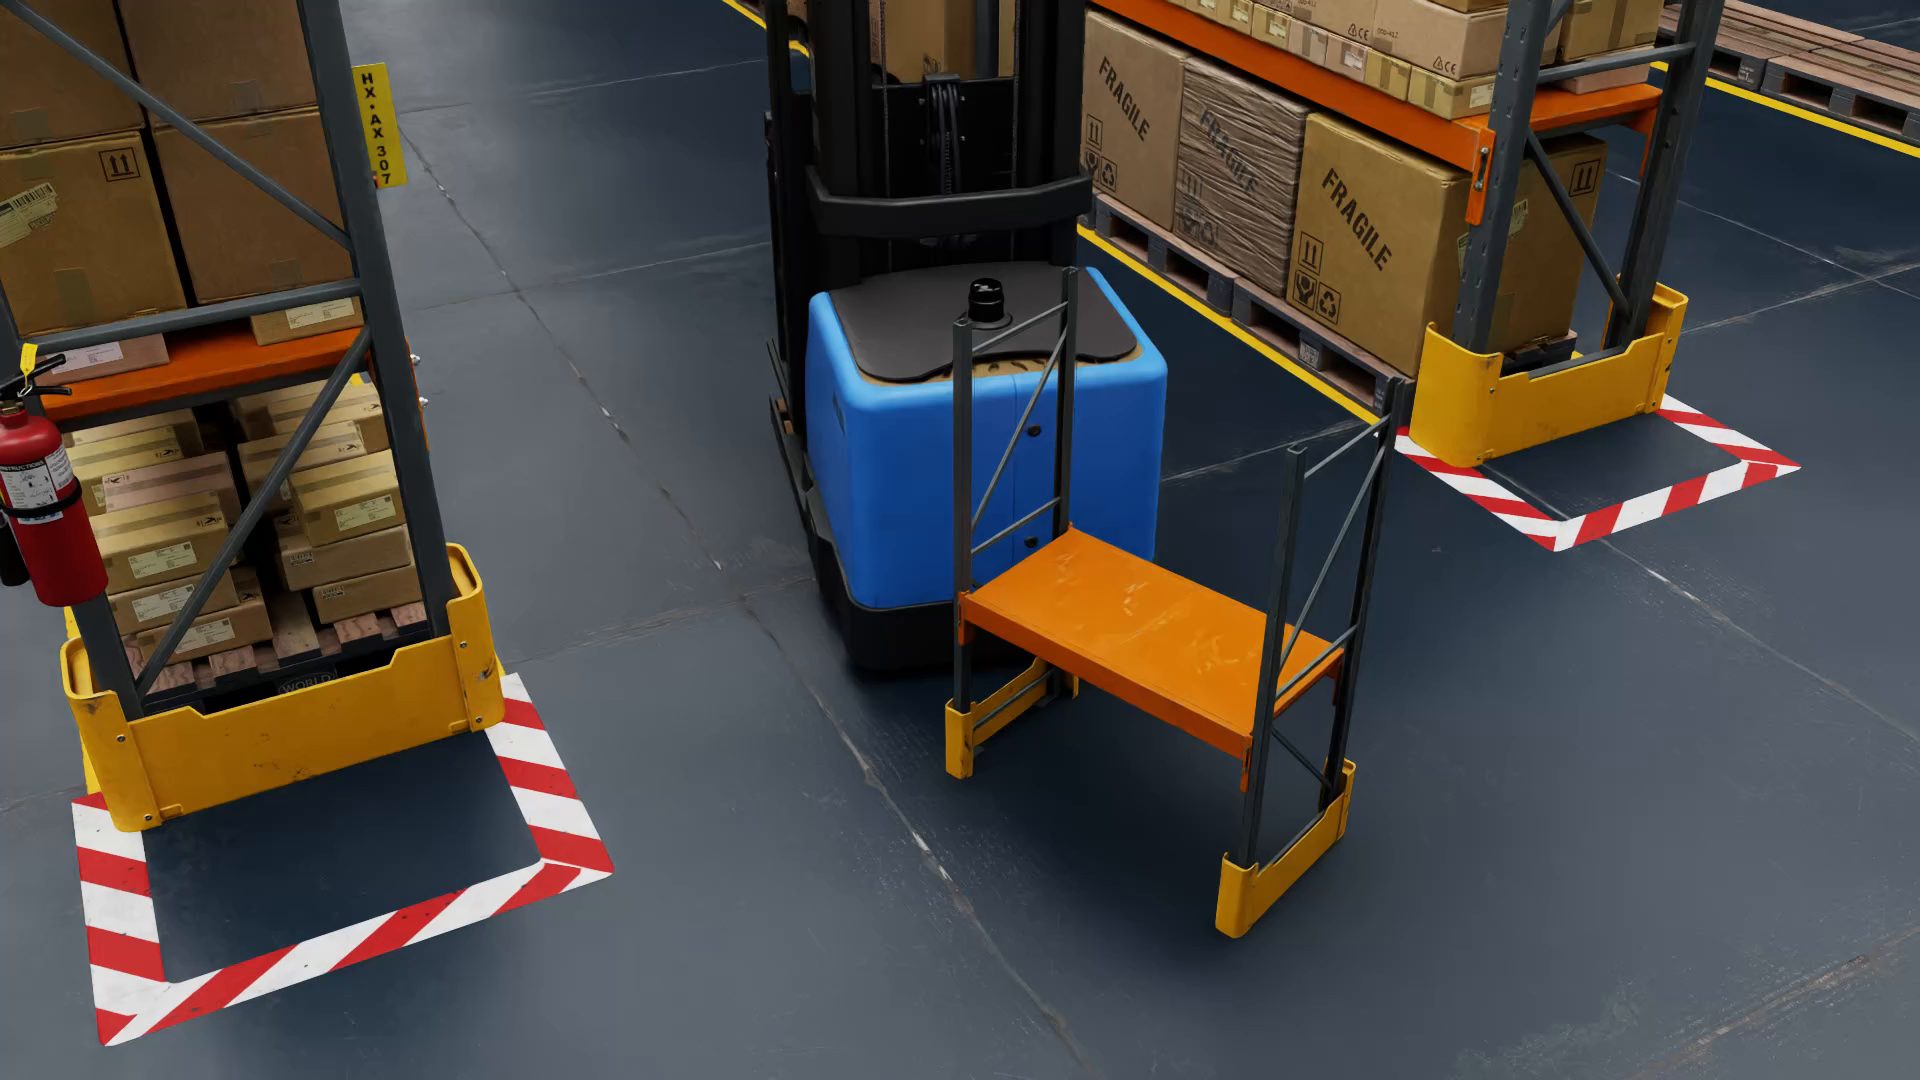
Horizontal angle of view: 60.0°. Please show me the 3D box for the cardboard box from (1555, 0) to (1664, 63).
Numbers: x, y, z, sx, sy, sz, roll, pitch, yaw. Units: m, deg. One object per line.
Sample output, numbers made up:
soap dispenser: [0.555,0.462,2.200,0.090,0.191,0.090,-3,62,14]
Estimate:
cardboard box: [2.444,-2.138,6.671,0.500,0.250,0.500,-17,36,-24]

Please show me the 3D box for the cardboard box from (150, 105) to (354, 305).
cardboard box: [-1.970,-1.031,4.710,0.500,0.500,0.500,-14,35,-21]

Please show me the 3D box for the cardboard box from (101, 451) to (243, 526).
cardboard box: [-2.543,-0.130,5.375,0.380,0.149,0.250,-15,36,-22]

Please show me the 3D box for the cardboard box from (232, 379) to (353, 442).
cardboard box: [-2.377,-0.494,5.942,0.380,0.149,0.250,-18,37,-25]

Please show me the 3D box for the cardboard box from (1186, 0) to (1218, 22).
cardboard box: [1.260,-2.490,7.589,0.380,0.149,0.250,-15,36,-22]

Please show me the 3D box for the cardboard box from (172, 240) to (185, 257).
cardboard box: [-2.342,-1.054,5.347,0.380,0.149,0.250,-14,35,-21]

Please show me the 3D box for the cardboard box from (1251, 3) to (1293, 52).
cardboard box: [1.495,-2.248,7.211,0.380,0.149,0.250,-17,36,-24]

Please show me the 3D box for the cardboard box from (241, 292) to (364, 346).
cardboard box: [-1.867,-0.711,4.813,0.380,0.149,0.250,-16,36,-23]

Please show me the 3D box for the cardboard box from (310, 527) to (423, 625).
cardboard box: [-1.967,0.113,5.547,0.380,0.149,0.250,-15,36,-22]

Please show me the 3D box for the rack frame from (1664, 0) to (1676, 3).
rack frame: [4.946,-4.934,11.171,1.000,3.000,0.127,-16,36,-23]

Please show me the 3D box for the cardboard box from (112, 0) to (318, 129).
cardboard box: [-1.980,-1.449,4.437,0.500,0.500,0.500,-16,36,-23]

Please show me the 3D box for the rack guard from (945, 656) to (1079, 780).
rack guard: [0.172,0.501,5.236,0.087,0.250,0.587,25,40,34]

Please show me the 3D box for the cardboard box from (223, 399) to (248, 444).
cardboard box: [-2.524,-0.488,6.209,0.380,0.149,0.250,-18,37,-25]

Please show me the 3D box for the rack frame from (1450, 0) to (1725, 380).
rack frame: [2.429,-1.779,6.247,1.000,3.000,0.127,-16,36,-23]

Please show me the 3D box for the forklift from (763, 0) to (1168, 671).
forklift: [-0.170,-1.593,6.019,1.130,2.935,3.031,-7,33,-11]

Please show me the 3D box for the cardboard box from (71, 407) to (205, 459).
cardboard box: [-2.841,-0.361,5.735,0.380,0.149,0.250,-17,37,-25]

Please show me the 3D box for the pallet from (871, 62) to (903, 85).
pallet: [0.138,-2.863,10.524,1.003,0.211,1.213,-16,36,-23]

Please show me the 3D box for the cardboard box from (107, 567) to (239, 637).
cardboard box: [-2.504,0.138,5.231,0.380,0.149,0.250,-17,36,-24]

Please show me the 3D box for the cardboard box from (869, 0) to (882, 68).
cardboard box: [-0.169,-3.697,10.820,1.225,0.875,0.875,-17,36,-25]

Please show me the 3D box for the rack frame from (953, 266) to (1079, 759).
rack frame: [0.158,-0.032,4.910,0.032,1.500,0.500,25,40,34]

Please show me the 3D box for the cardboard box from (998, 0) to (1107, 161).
cardboard box: [0.801,-2.635,9.163,0.875,0.875,0.875,-16,36,-23]

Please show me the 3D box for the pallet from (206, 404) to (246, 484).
pallet: [-2.953,-0.420,6.710,1.003,0.211,1.213,-16,36,-23]

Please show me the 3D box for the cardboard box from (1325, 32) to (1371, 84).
cardboard box: [1.733,-2.005,6.832,0.380,0.149,0.250,-16,36,-23]

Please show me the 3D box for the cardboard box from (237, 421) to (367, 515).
cardboard box: [-2.184,-0.244,5.552,0.380,0.149,0.250,-15,36,-22]

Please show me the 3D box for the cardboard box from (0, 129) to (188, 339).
cardboard box: [-2.443,-0.897,4.501,0.500,0.500,0.500,-15,36,-22]

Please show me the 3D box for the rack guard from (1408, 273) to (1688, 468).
rack guard: [2.441,-0.715,6.903,1.175,0.500,0.348,-16,36,-23]

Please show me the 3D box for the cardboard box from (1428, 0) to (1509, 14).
cardboard box: [1.970,-2.324,6.264,0.500,0.500,0.500,-15,36,-23]

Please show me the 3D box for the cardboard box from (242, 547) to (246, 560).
cardboard box: [-2.692,0.000,5.723,0.380,0.149,0.250,-16,36,-23]

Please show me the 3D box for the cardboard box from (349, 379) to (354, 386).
cardboard box: [-2.548,-0.496,6.497,0.380,0.149,0.250,-18,37,-25]

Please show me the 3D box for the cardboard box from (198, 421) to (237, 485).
cardboard box: [-2.782,-0.264,5.858,0.380,0.149,0.250,-16,36,-24]

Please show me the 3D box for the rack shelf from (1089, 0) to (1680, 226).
rack shelf: [1.497,-2.431,7.931,1.077,0.370,4.000,-16,36,-23]

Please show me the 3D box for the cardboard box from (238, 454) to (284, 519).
cardboard box: [-2.293,-0.236,5.815,0.380,0.149,0.250,-15,36,-23]

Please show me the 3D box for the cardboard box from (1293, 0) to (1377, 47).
cardboard box: [1.733,-2.248,6.842,0.500,0.250,0.500,-17,36,-24]

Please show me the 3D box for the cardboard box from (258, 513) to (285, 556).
cardboard box: [-2.283,-0.108,5.892,0.380,0.149,0.250,-15,36,-23]

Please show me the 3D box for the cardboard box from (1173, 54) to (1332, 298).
cardboard box: [1.636,-1.781,7.830,0.875,0.875,0.875,-16,36,-23]

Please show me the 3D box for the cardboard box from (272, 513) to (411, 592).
cardboard box: [-2.023,0.004,5.441,0.380,0.149,0.250,-14,35,-21]

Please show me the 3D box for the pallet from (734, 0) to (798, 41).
pallet: [-1.000,-4.028,12.341,1.003,0.211,1.213,-16,36,-23]

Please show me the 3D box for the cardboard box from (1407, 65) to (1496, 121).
cardboard box: [1.972,-1.761,6.451,0.380,0.149,0.250,-15,36,-22]

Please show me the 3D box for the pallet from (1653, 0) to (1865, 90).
pallet: [5.323,-3.419,11.391,1.003,0.211,1.213,-16,36,-23]

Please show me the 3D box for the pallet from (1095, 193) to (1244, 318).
pallet: [1.423,-1.549,8.472,1.003,0.211,1.213,-16,36,-23]

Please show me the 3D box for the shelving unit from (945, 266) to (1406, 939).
shelving unit: [0.546,0.152,4.622,1.083,1.500,0.587,25,40,34]

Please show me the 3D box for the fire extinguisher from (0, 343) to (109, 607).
fire extinguisher: [-2.296,-0.154,4.127,0.296,0.674,0.183,-16,36,-23]

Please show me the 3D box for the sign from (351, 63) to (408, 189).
sign: [-1.526,-1.081,4.354,0.100,0.325,0.005,-16,36,-23]
